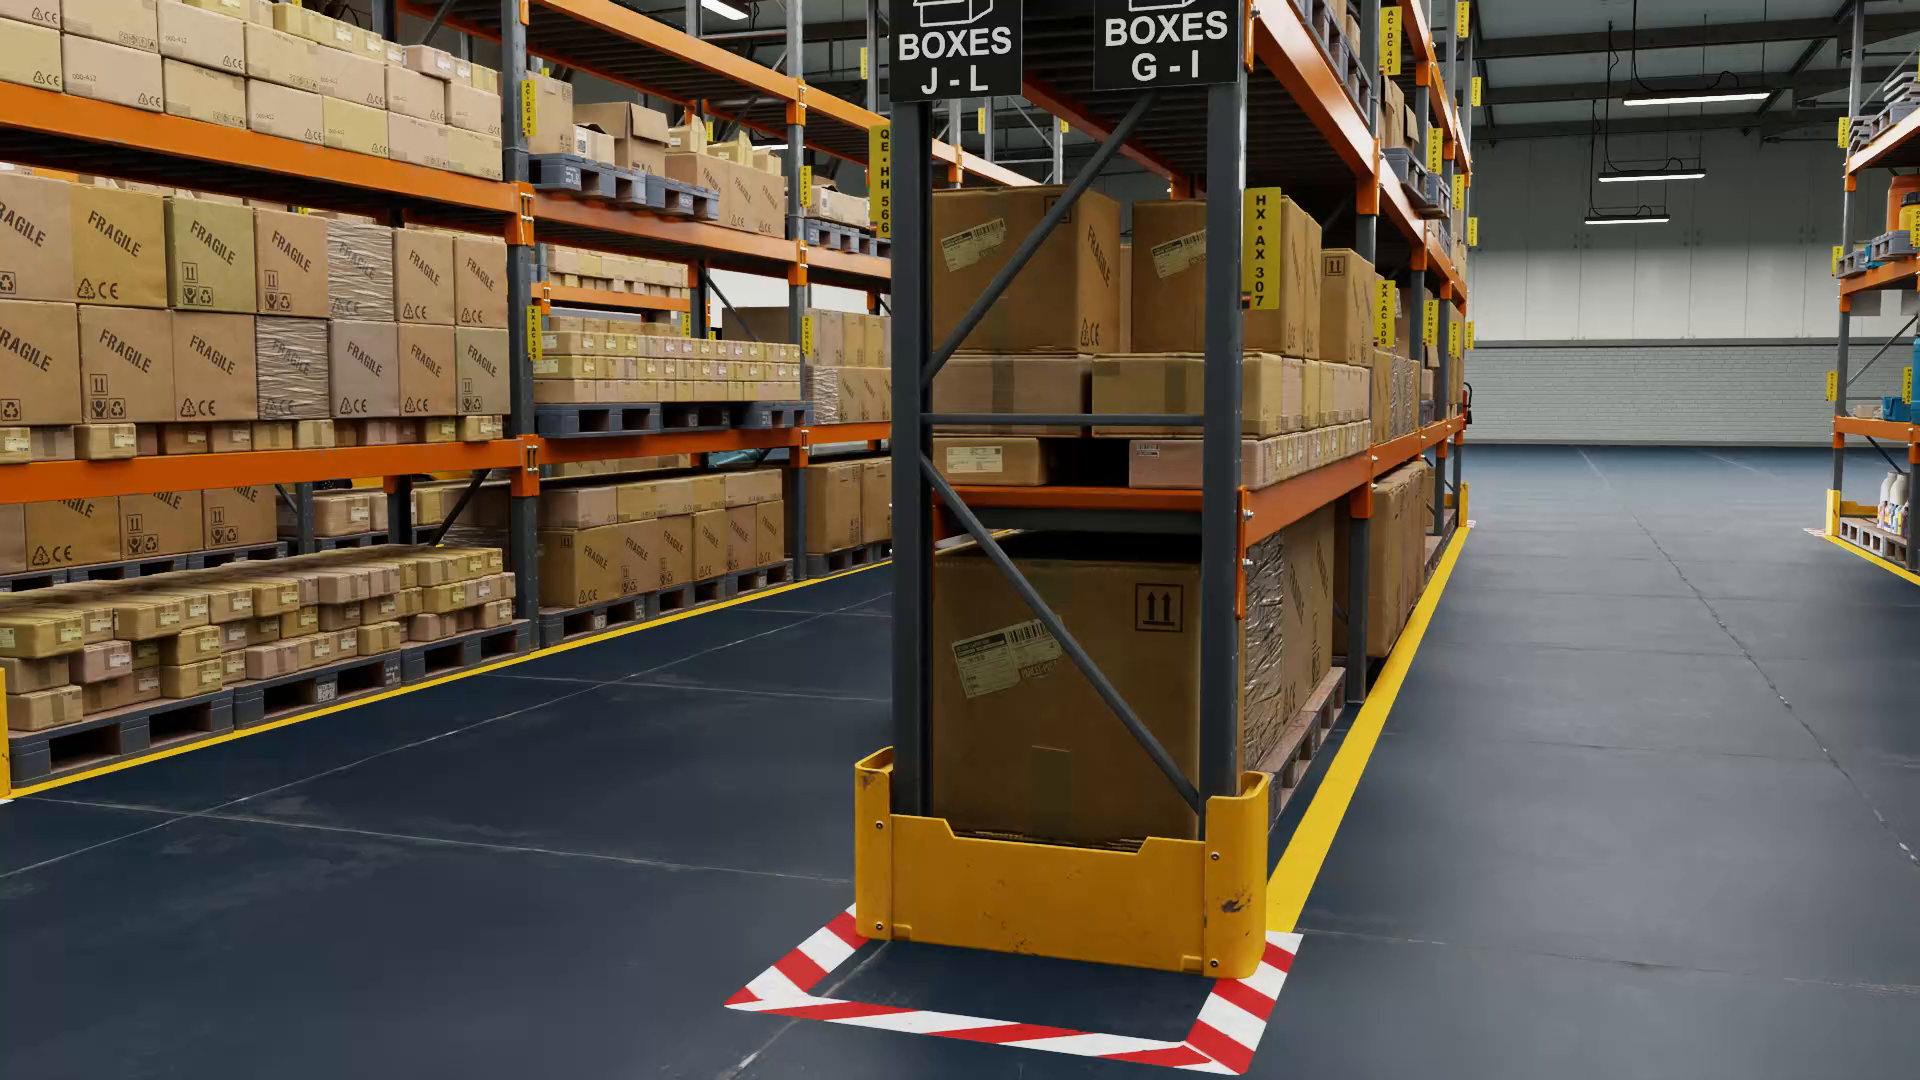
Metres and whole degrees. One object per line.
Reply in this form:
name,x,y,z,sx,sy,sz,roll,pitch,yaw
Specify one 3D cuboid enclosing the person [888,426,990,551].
person,-0.070,-0.066,8.504,0.525,1.793,0.542,2,5,18
